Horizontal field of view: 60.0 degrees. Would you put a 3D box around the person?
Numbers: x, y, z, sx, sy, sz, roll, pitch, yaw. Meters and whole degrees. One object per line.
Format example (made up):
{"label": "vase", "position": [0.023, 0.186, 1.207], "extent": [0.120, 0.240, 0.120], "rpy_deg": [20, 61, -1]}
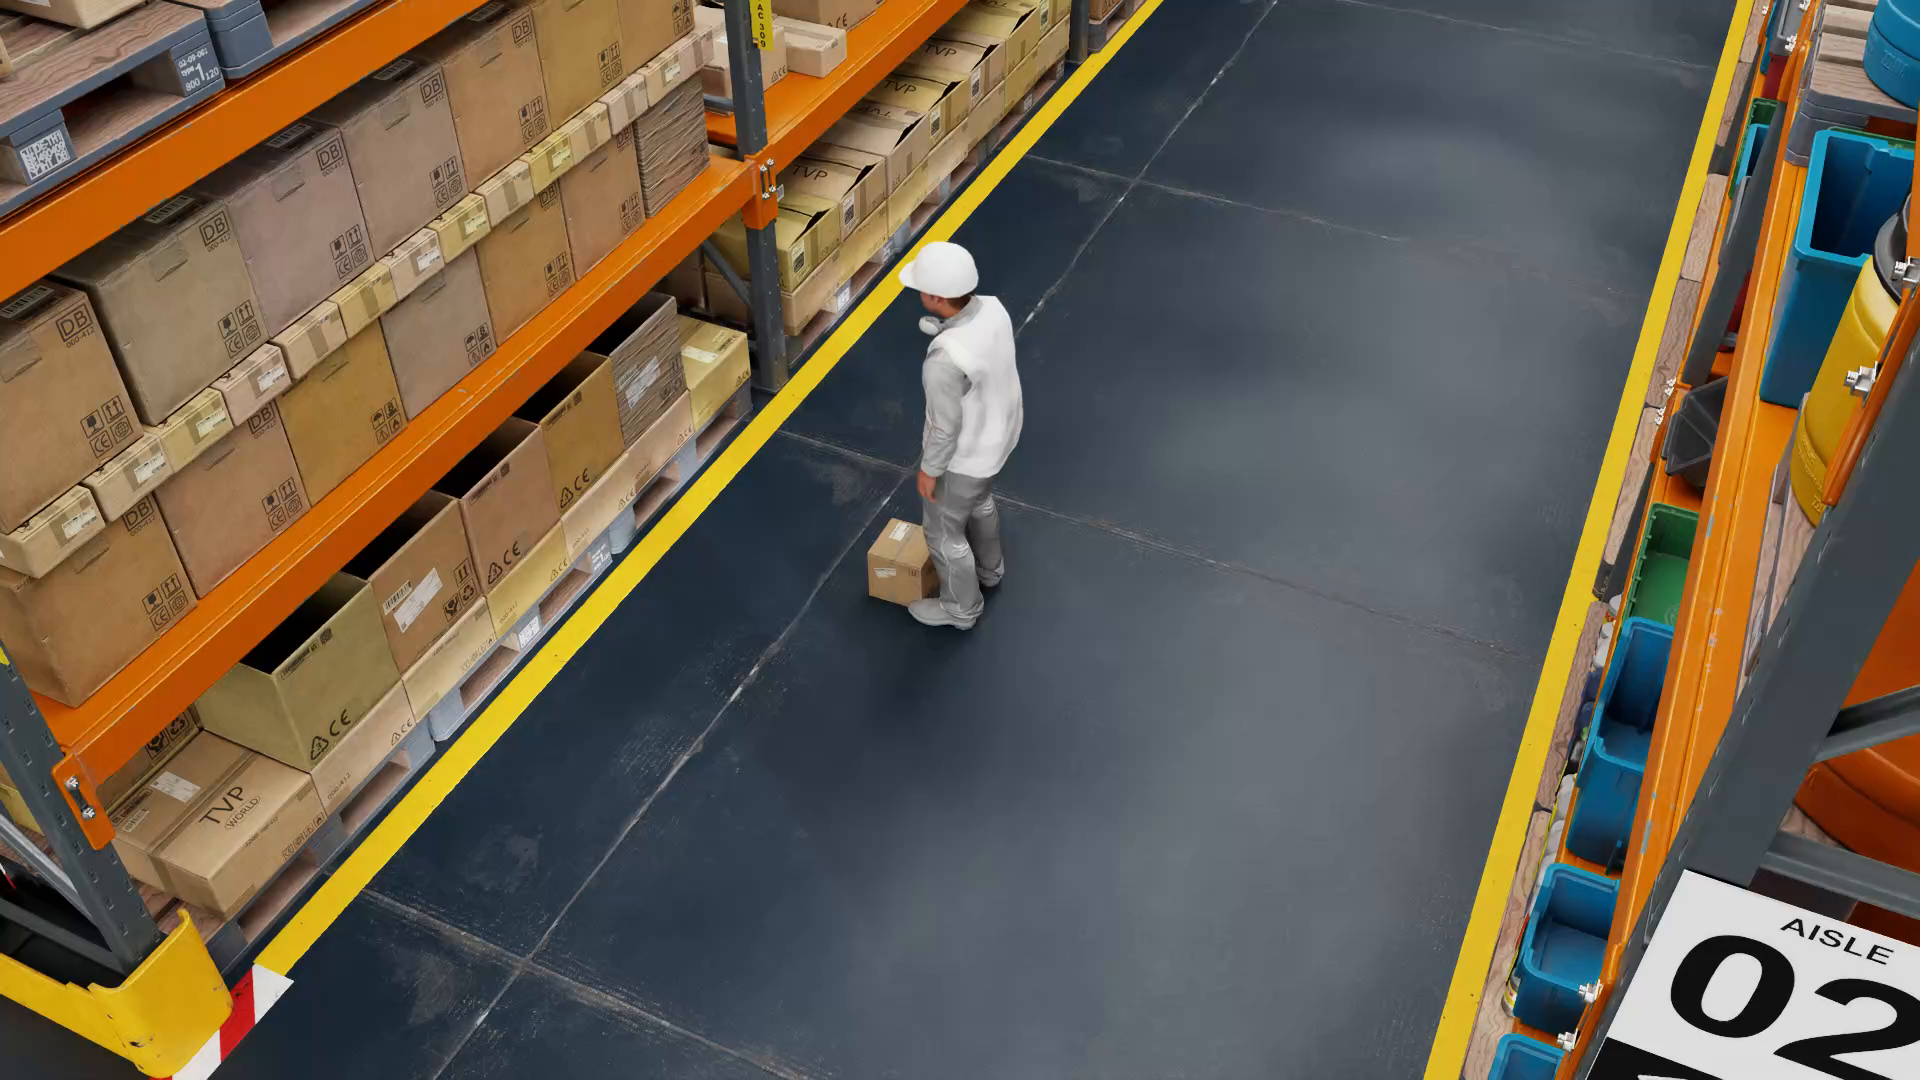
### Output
{"label": "person", "position": [0.005, -0.398, 6.588], "extent": [0.463, 1.769, 0.580], "rpy_deg": [17, 45, 18]}
